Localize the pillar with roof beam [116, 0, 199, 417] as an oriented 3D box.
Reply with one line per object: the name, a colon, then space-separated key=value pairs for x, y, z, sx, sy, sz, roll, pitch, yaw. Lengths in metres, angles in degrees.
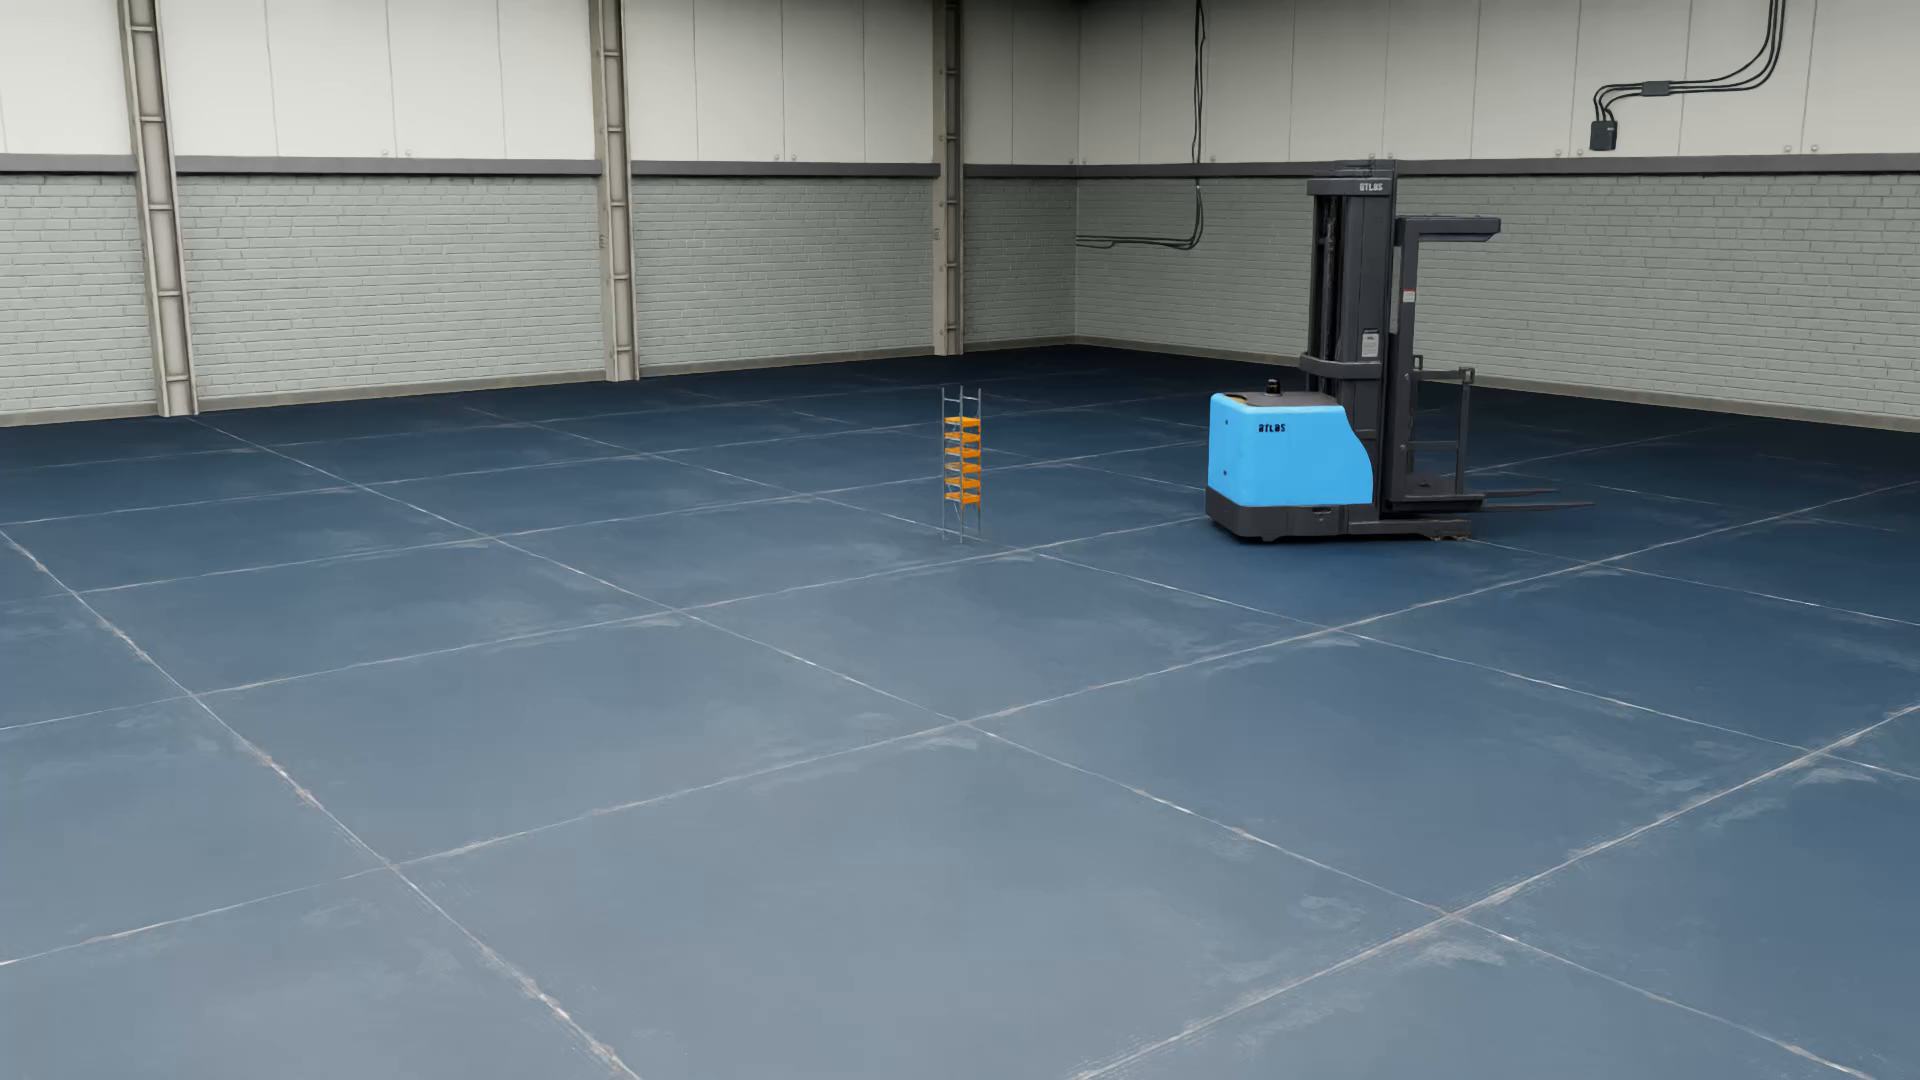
pillar with roof beam: x=-6.874 y=-5.238 z=16.132 sx=0.400 sy=9.000 sz=9.100 roll=-9 pitch=15 yaw=-38

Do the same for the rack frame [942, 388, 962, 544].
rack frame: x=-0.060 y=-0.577 z=12.957 sx=0.006 sy=1.200 sz=0.240 roll=-9 pitch=15 yaw=-38

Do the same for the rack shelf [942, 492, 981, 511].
rack shelf: x=0.011 y=-0.311 z=13.072 sx=0.180 sy=0.103 sz=0.258 roll=-9 pitch=15 yaw=-38

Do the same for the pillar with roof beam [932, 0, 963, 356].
pillar with roof beam: x=2.496 y=-6.795 z=23.465 sx=0.400 sy=9.000 sz=9.100 roll=-9 pitch=15 yaw=-38

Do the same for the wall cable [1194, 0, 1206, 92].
wall cable: x=4.623 y=-8.174 z=25.275 sx=0.112 sy=2.526 sz=3.097 roll=-9 pitch=15 yaw=-38

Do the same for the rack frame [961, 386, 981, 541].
rack frame: x=0.083 y=-0.601 z=13.069 sx=0.006 sy=1.200 sz=0.240 roll=-9 pitch=15 yaw=-38

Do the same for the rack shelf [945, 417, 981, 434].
rack shelf: x=0.011 y=-0.897 z=12.947 sx=0.180 sy=0.103 sz=0.258 roll=-9 pitch=15 yaw=-38

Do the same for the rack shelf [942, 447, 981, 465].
rack shelf: x=0.011 y=-0.663 z=12.997 sx=0.180 sy=0.103 sz=0.258 roll=-9 pitch=15 yaw=-38

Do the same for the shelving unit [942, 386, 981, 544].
shelving unit: x=0.011 y=-0.589 z=13.013 sx=0.189 sy=1.200 sz=0.258 roll=-9 pitch=15 yaw=-38

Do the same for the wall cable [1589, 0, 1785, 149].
wall cable: x=8.852 y=-7.783 z=19.929 sx=0.169 sy=6.003 sz=2.305 roll=-9 pitch=15 yaw=-38

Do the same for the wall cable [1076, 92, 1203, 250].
wall cable: x=2.933 y=-6.142 z=27.866 sx=0.112 sy=2.526 sz=3.097 roll=-9 pitch=15 yaw=-38

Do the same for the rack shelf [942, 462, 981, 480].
rack shelf: x=0.011 y=-0.545 z=13.022 sx=0.180 sy=0.103 sz=0.258 roll=-9 pitch=15 yaw=-38

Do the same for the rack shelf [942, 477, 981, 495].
rack shelf: x=0.011 y=-0.428 z=13.047 sx=0.180 sy=0.103 sz=0.258 roll=-9 pitch=15 yaw=-38

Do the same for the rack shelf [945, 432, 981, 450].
rack shelf: x=0.011 y=-0.780 z=12.972 sx=0.180 sy=0.103 sz=0.258 roll=-9 pitch=15 yaw=-38

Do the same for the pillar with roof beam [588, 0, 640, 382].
pillar with roof beam: x=-2.189 y=-6.017 z=19.799 sx=0.400 sy=9.000 sz=9.100 roll=-9 pitch=15 yaw=-38

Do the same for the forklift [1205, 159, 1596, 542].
forklift: x=3.597 y=-1.535 z=13.302 sx=3.031 sy=2.935 sz=1.130 roll=-2 pitch=12 yaw=-8
